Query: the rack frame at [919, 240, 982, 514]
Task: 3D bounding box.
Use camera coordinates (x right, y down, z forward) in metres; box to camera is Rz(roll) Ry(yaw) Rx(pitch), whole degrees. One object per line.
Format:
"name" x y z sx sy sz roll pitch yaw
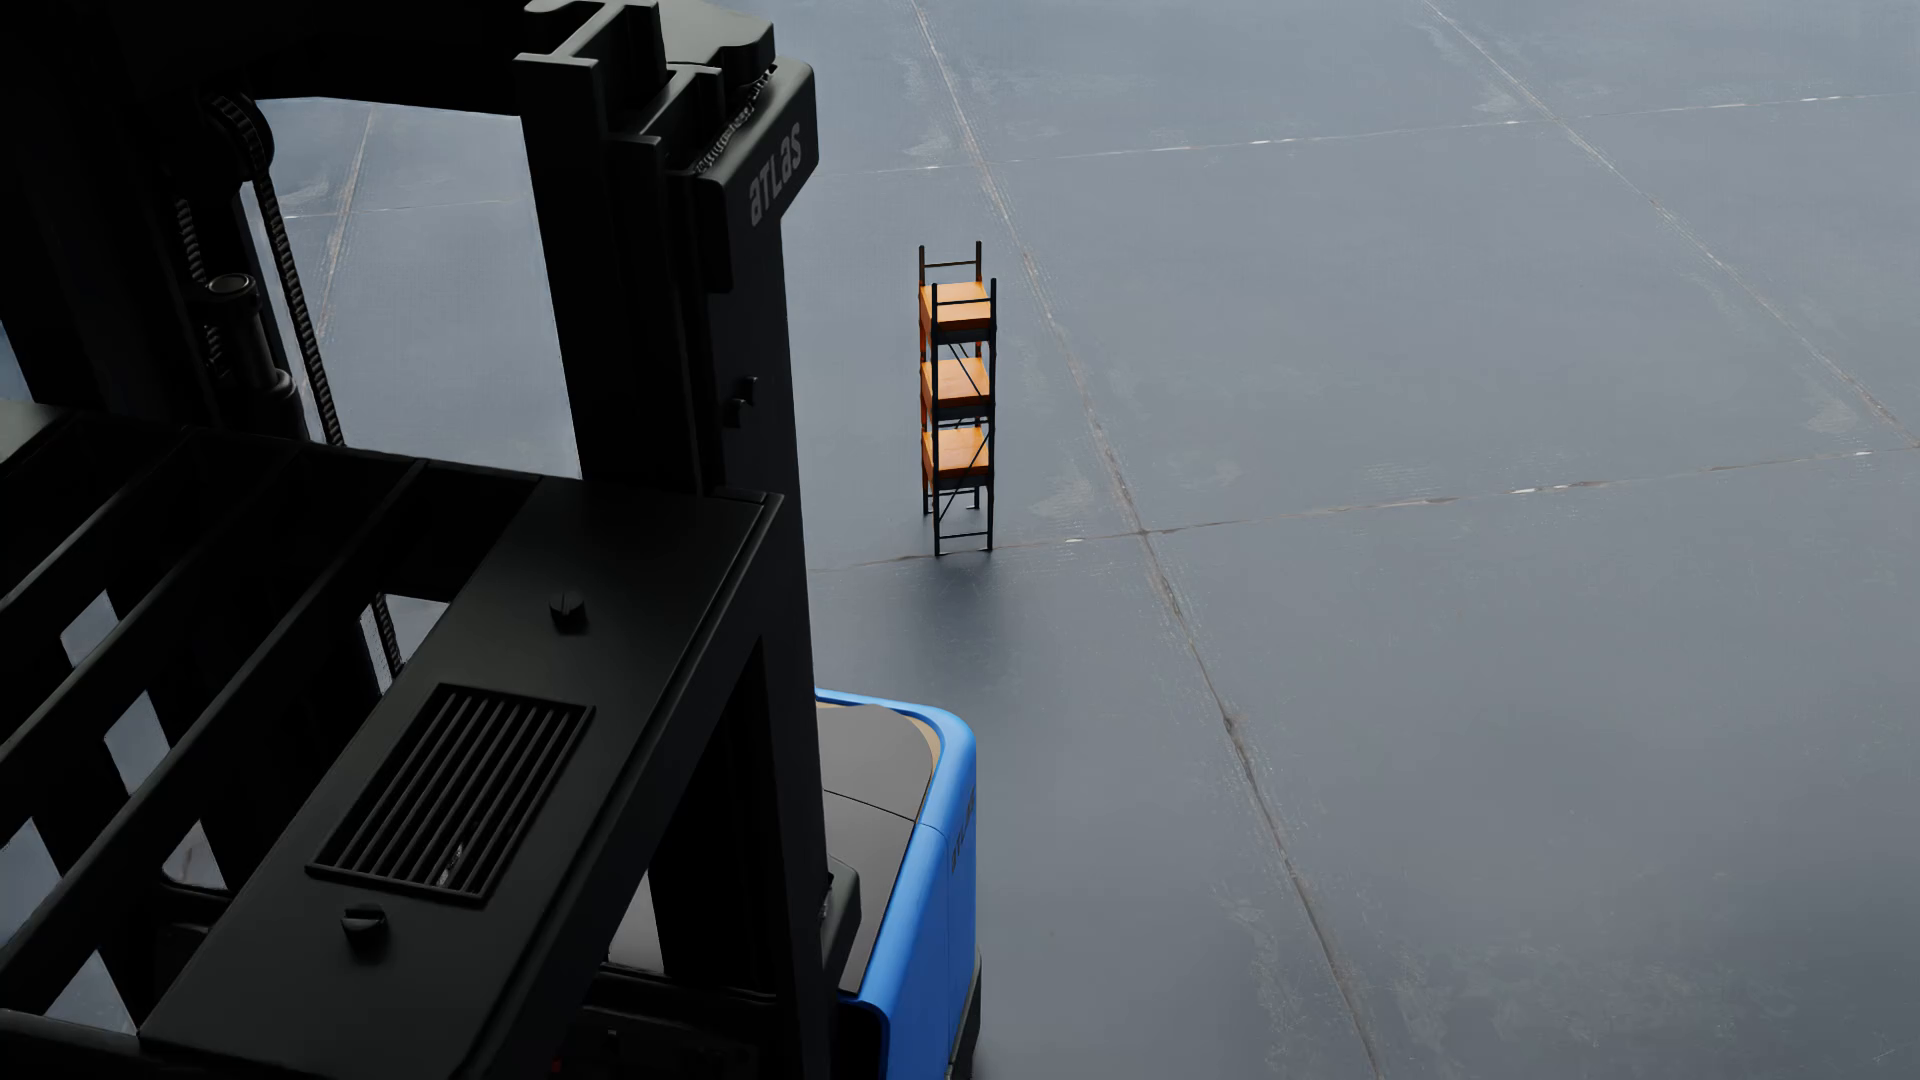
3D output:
"rack frame" -0.031 -0.521 5.564 0.200 1.050 0.008 -6 38 -8

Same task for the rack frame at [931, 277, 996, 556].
"rack frame" 0.012 -0.373 5.375 0.200 1.050 0.008 -6 38 -8

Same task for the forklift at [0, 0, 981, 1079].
"forklift" -0.780 0.871 2.240 1.130 2.935 3.031 8 39 10

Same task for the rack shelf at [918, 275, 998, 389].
"rack shelf" -0.009 -0.663 5.302 0.215 0.259 0.240 -6 38 -8

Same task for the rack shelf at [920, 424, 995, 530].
"rack shelf" -0.009 -0.219 5.647 0.215 0.259 0.240 -6 38 -8

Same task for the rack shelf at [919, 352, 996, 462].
"rack shelf" -0.009 -0.439 5.476 0.215 0.259 0.240 -6 38 -8

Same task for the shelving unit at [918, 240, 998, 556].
"shelving unit" -0.009 -0.447 5.470 0.215 1.050 0.252 -6 38 -8
